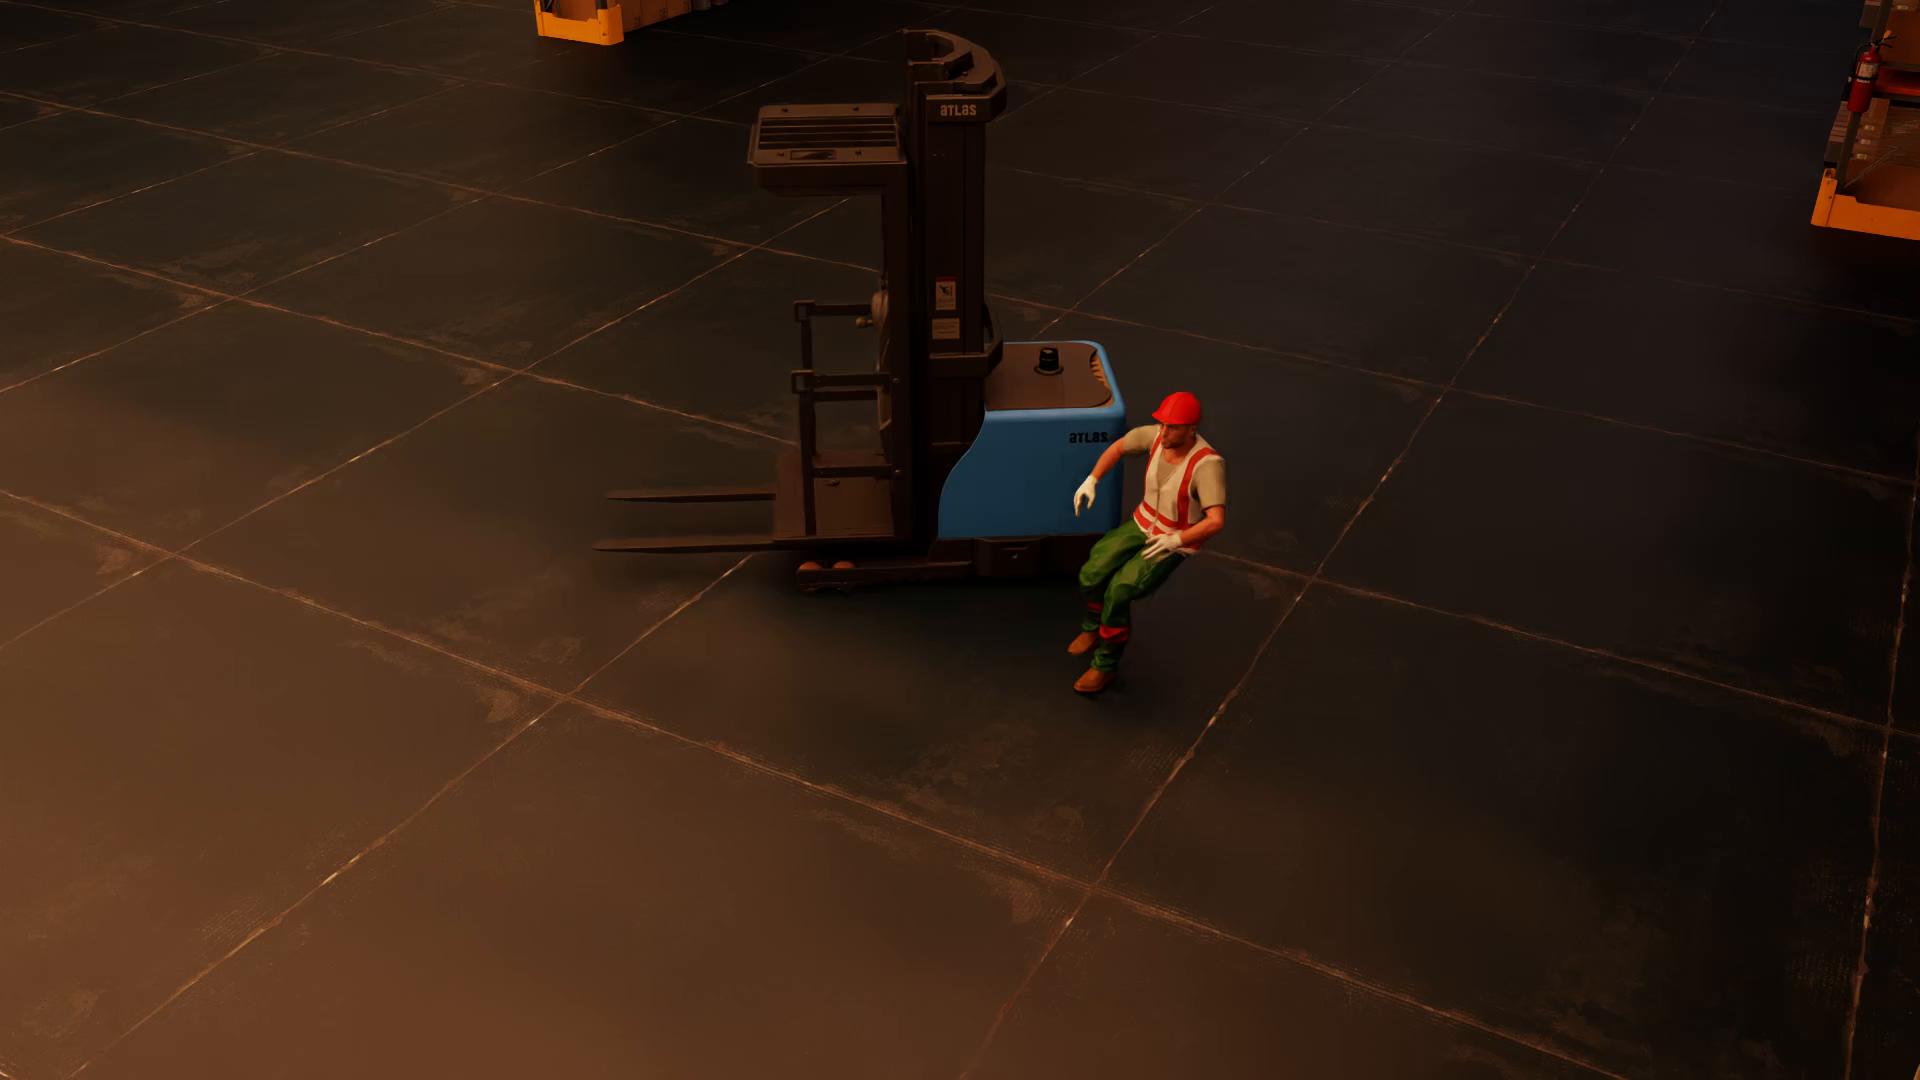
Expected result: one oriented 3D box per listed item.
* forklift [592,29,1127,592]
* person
[{"bbox_3d":[-0.609,-1.247,9.232,3.031,2.935,1.130,-2,30,-3],"label":"forklift"},{"bbox_3d":[0.891,0.005,8.500,0.877,1.555,0.870,-26,39,-37],"label":"person"}]
